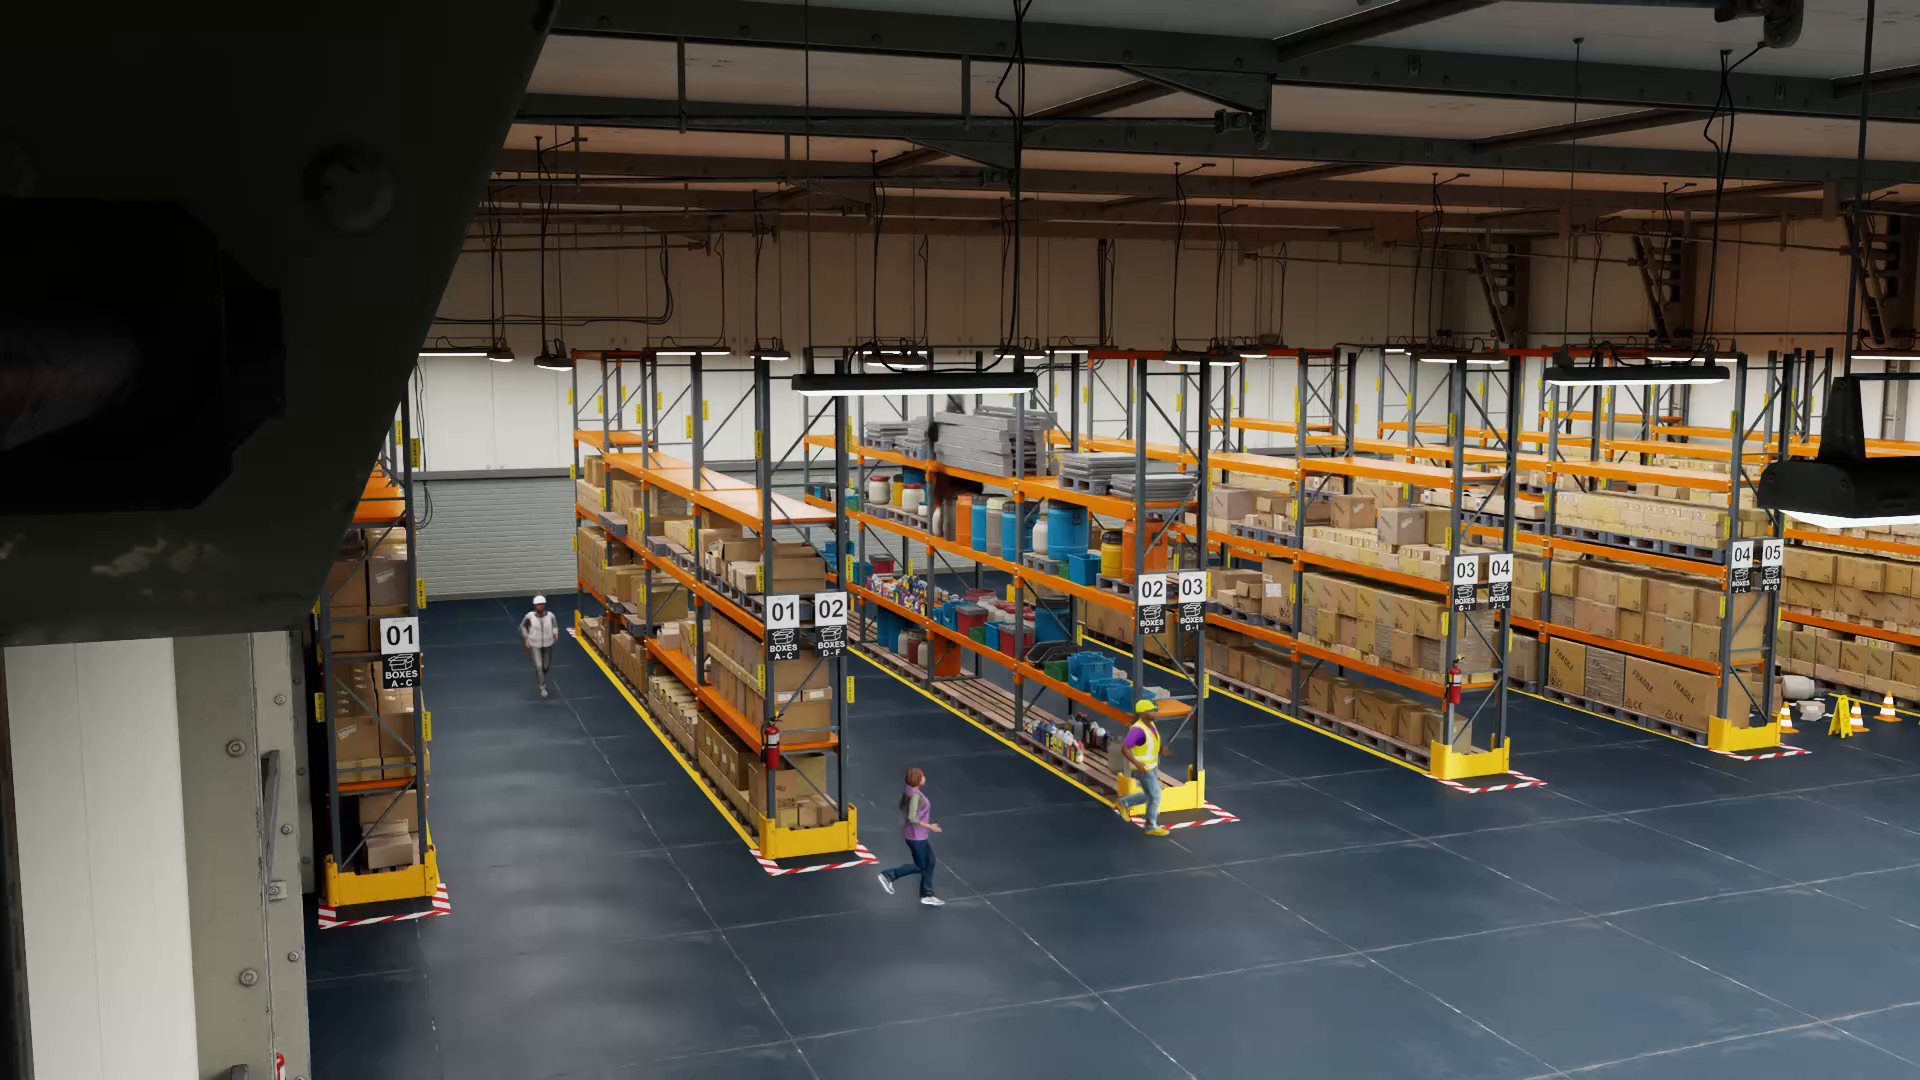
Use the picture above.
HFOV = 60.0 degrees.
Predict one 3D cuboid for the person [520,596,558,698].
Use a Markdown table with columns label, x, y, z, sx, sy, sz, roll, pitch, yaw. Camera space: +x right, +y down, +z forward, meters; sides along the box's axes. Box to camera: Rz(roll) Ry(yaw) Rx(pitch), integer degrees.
| label | x | y | z | sx | sy | sz | roll | pitch | yaw |
| --- | --- | --- | --- | --- | --- | --- | --- | --- | --- |
| person | -7.405 | 1.835 | 29.299 | 0.645 | 1.760 | 0.882 | -4 | 8 | -26 |

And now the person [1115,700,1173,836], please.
| label | x | y | z | sx | sy | sz | roll | pitch | yaw |
| --- | --- | --- | --- | --- | --- | --- | --- | --- | --- |
| person | 2.290 | 2.864 | 21.013 | 0.747 | 1.735 | 0.703 | 3 | 8 | 25 |

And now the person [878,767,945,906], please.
| label | x | y | z | sx | sy | sz | roll | pitch | yaw |
| --- | --- | --- | --- | --- | --- | --- | --- | --- | --- |
| person | -0.539 | 3.285 | 18.398 | 0.744 | 1.586 | 0.537 | -1 | 7 | -5 |
